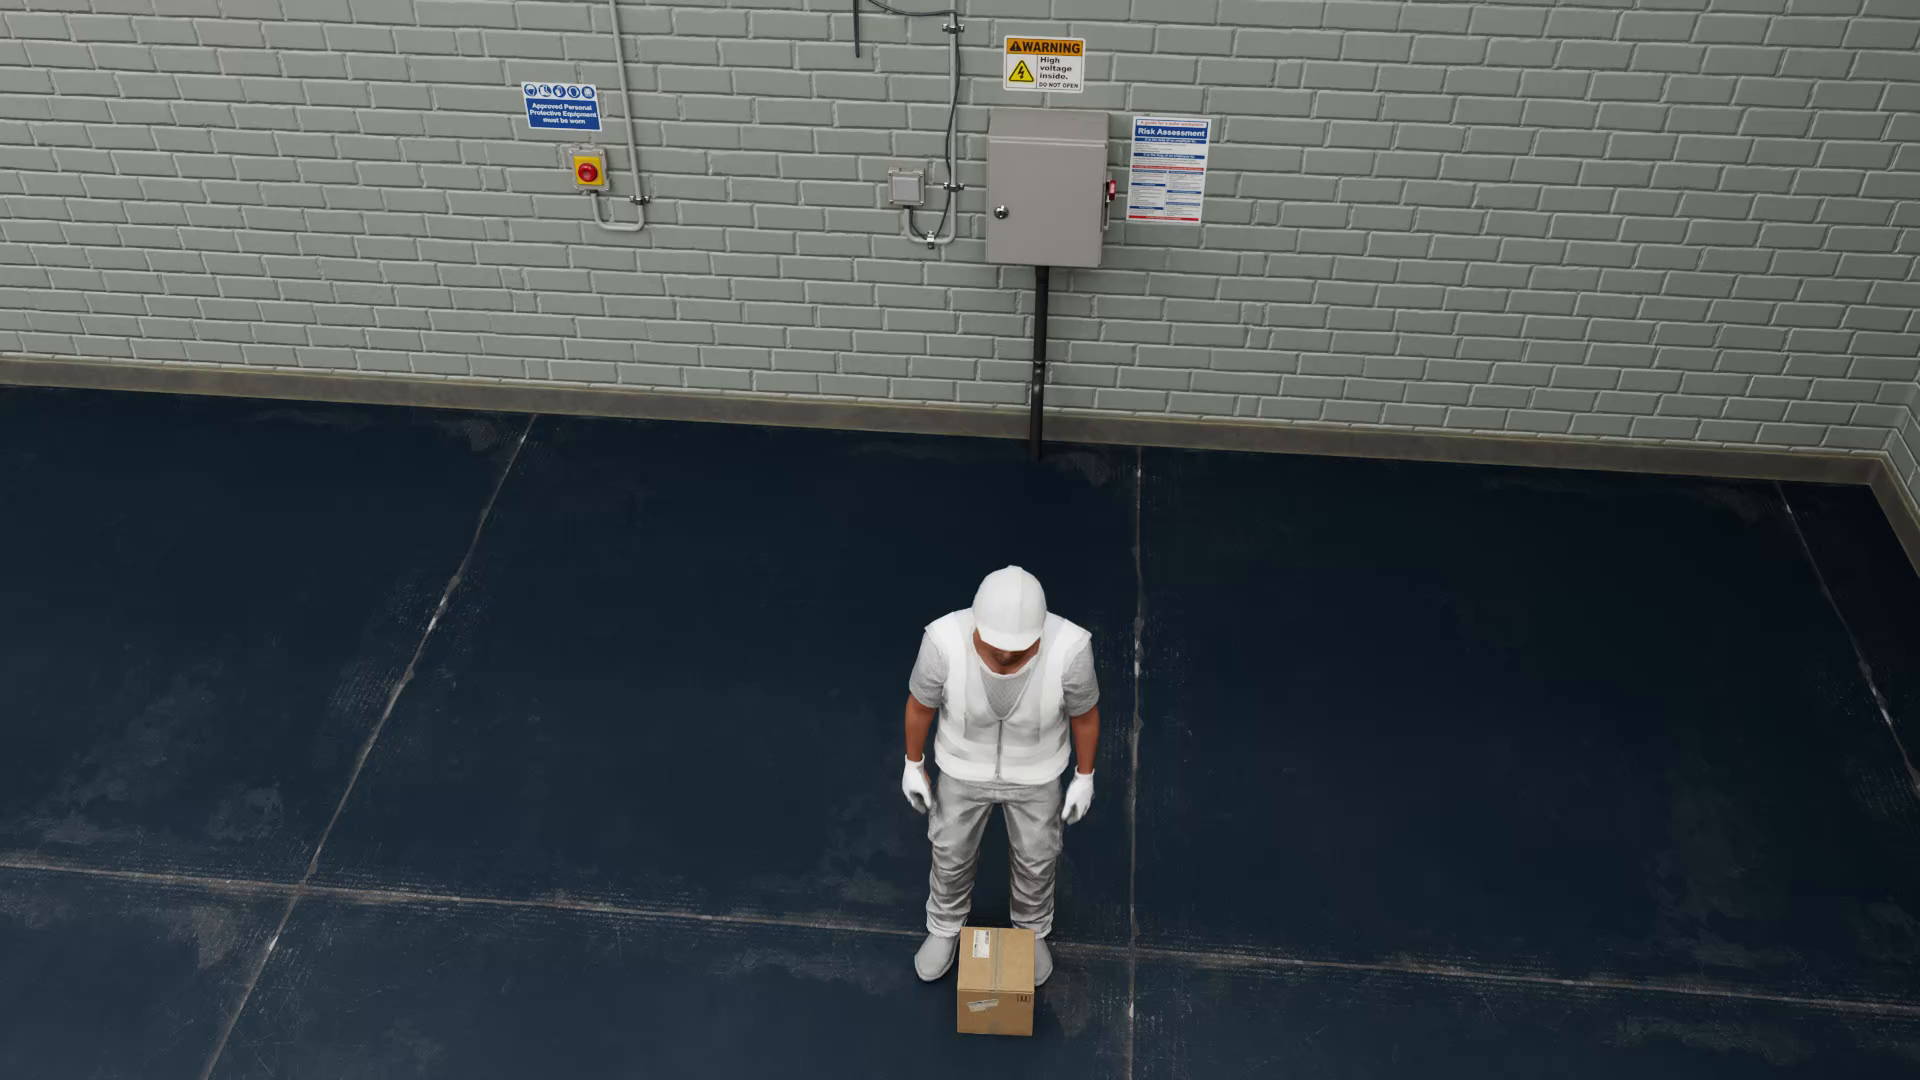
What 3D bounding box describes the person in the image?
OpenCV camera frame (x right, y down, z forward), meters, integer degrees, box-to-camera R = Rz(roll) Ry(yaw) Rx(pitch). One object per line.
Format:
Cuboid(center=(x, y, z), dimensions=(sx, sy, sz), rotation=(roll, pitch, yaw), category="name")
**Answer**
Cuboid(center=(0.123, 0.740, 5.257), dimensions=(0.614, 1.773, 0.450), rotation=(3, 40, 3), category="person")
